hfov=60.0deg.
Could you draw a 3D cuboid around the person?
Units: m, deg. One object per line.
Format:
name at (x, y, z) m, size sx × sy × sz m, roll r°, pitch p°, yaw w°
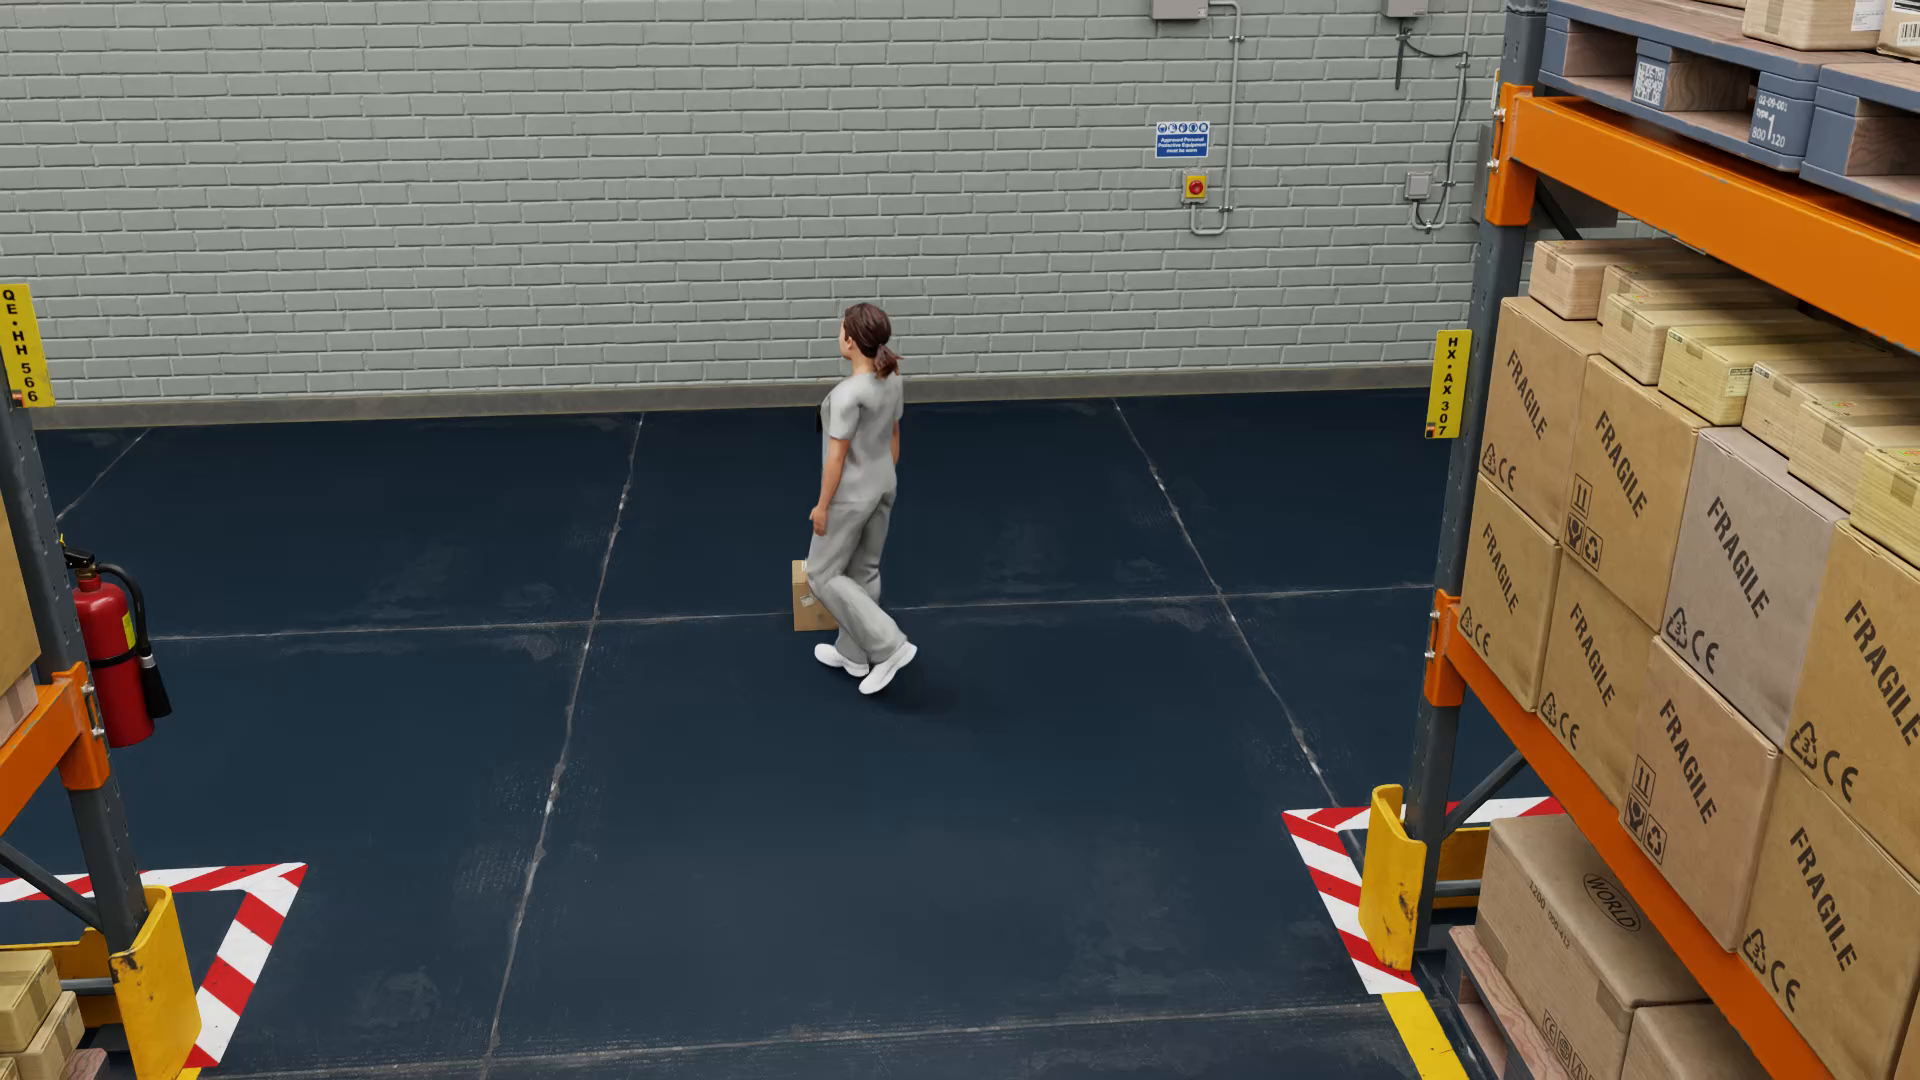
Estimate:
person at (-0.406, -0.175, 6.980) m, size 0.575 × 1.666 × 0.460 m, roll 14°, pitch 27°, yaw 28°
